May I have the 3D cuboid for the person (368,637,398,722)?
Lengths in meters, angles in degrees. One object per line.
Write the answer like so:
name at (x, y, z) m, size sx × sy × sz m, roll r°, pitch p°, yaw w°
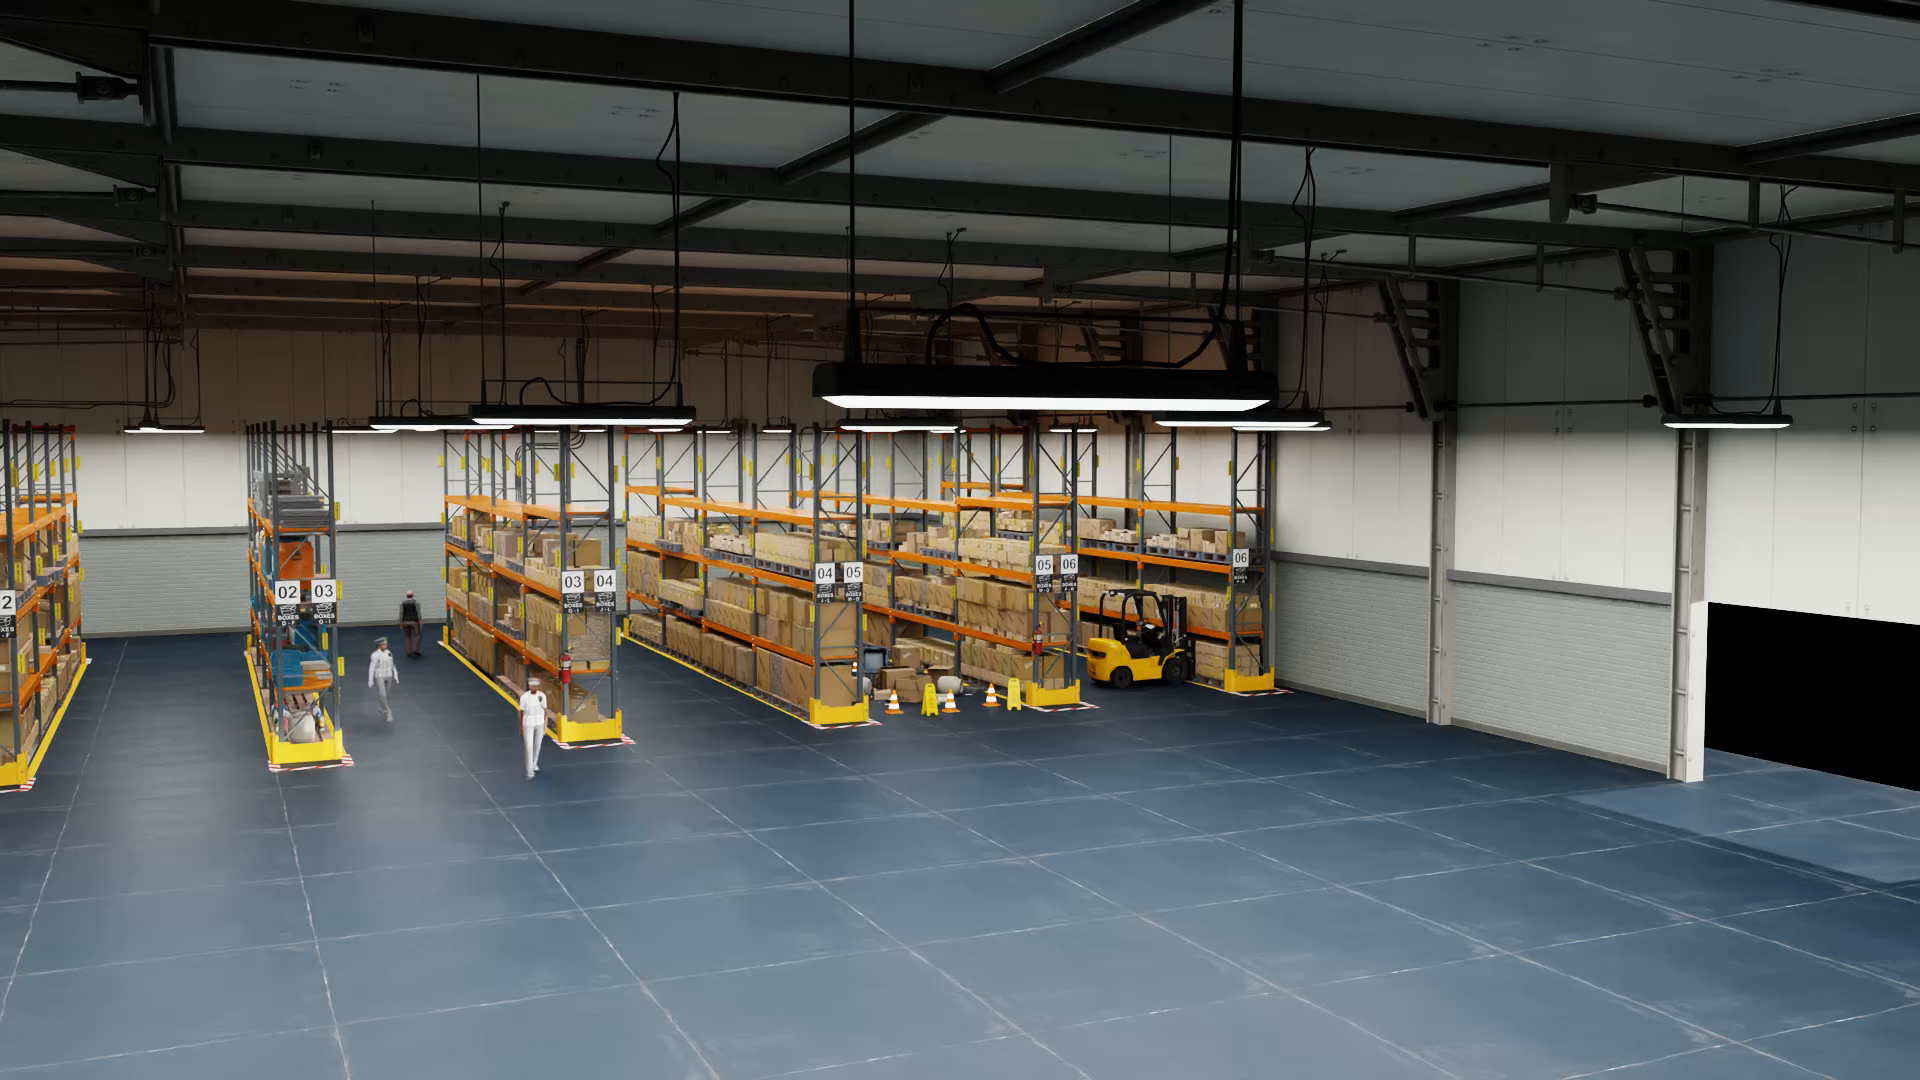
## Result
person at (-11.618, 2.789, 33.595) m, size 0.921 × 1.644 × 0.586 m, roll 4°, pitch 5°, yaw 44°

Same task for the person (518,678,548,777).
person at (-7.183, 3.130, 28.044) m, size 0.477 × 1.633 × 0.946 m, roll -2°, pitch 4°, yaw -31°

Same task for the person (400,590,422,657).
person at (-14.270, 2.172, 43.188) m, size 0.570 × 1.718 × 0.502 m, roll 0°, pitch 4°, yaw 0°
